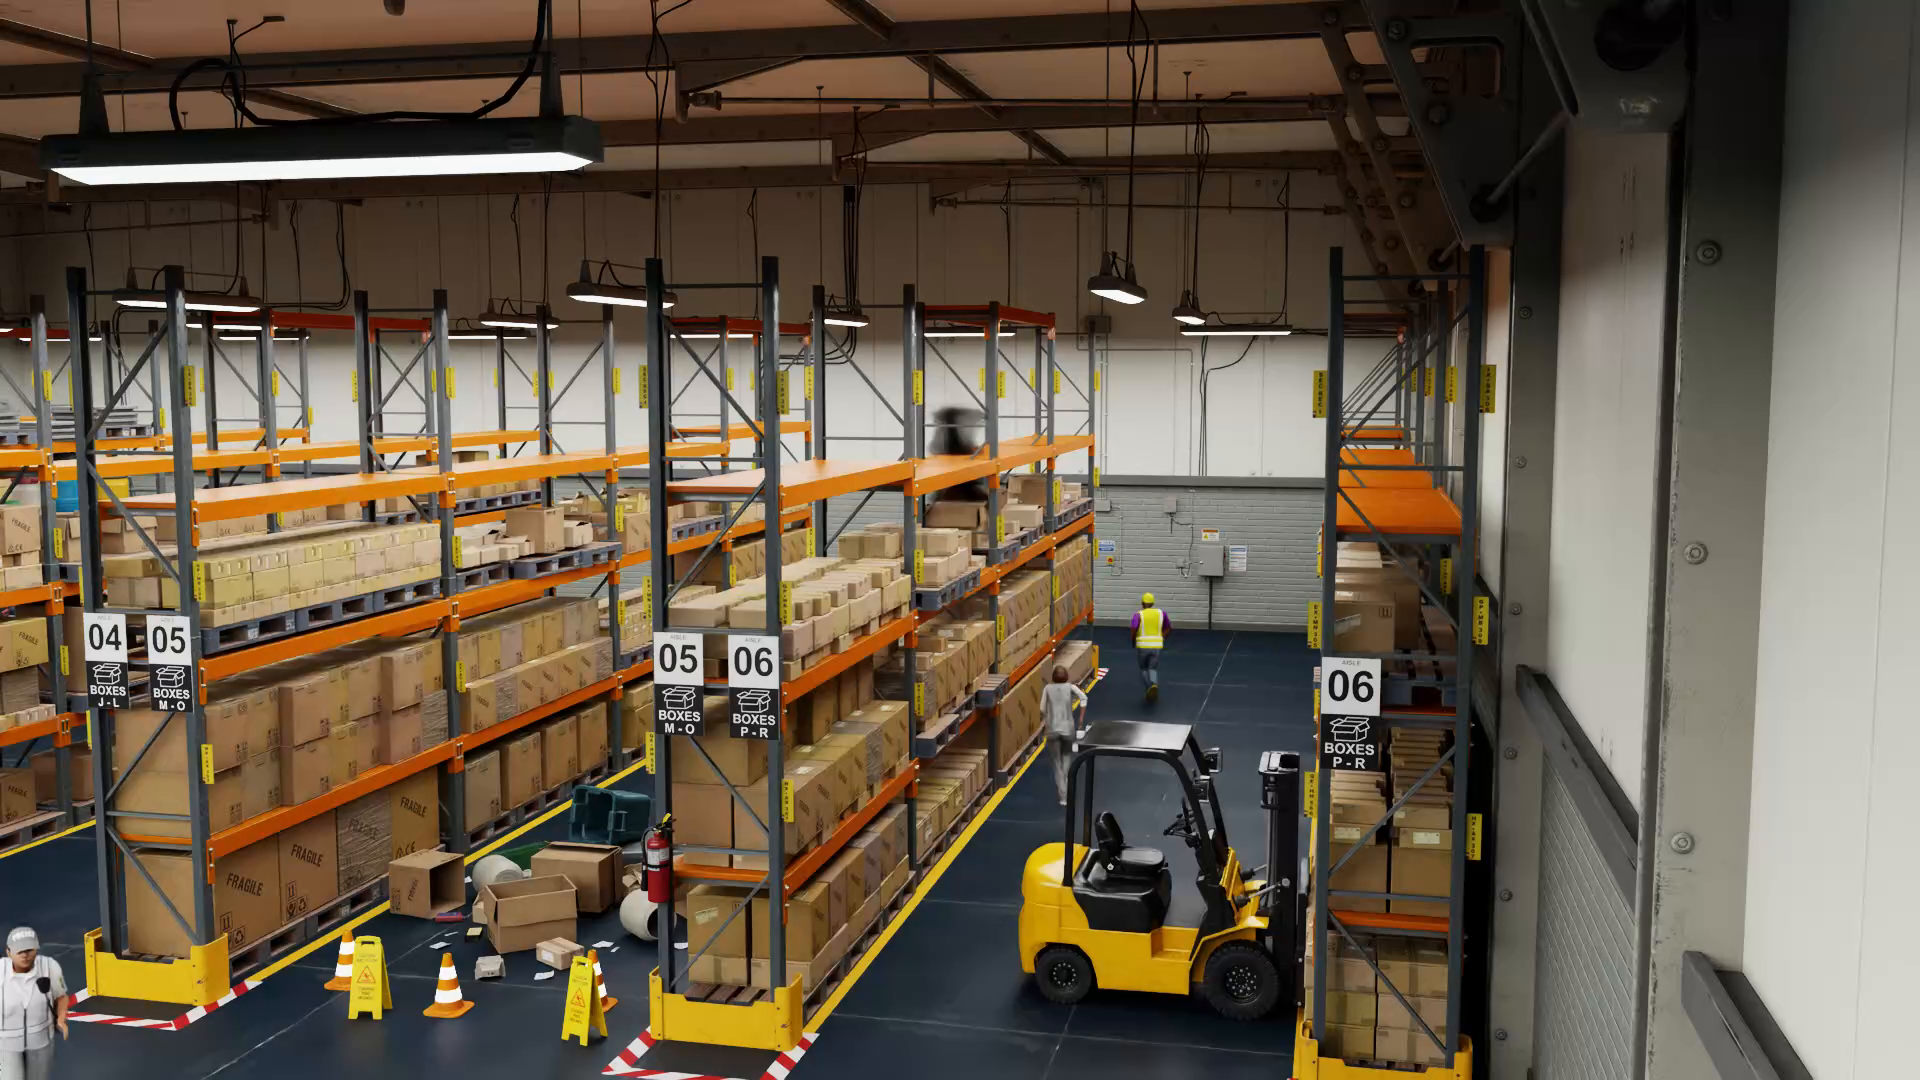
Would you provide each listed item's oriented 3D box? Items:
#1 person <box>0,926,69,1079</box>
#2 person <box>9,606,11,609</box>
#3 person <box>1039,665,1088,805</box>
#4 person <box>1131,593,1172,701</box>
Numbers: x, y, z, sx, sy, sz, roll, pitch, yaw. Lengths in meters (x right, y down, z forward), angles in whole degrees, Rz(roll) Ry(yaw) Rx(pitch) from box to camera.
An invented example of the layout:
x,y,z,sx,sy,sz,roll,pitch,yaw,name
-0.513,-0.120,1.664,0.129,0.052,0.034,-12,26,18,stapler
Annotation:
x,y,z,sx,sy,sz,roll,pitch,yaw,name
-6.079,3.288,10.774,0.560,1.672,0.818,-5,8,-40,person
-16.497,1.352,29.333,0.670,1.714,0.705,0,6,-2,person
1.171,2.213,18.971,0.532,1.541,0.786,0,6,-1,person
2.994,1.692,26.012,0.688,1.712,0.644,-1,6,-7,person
